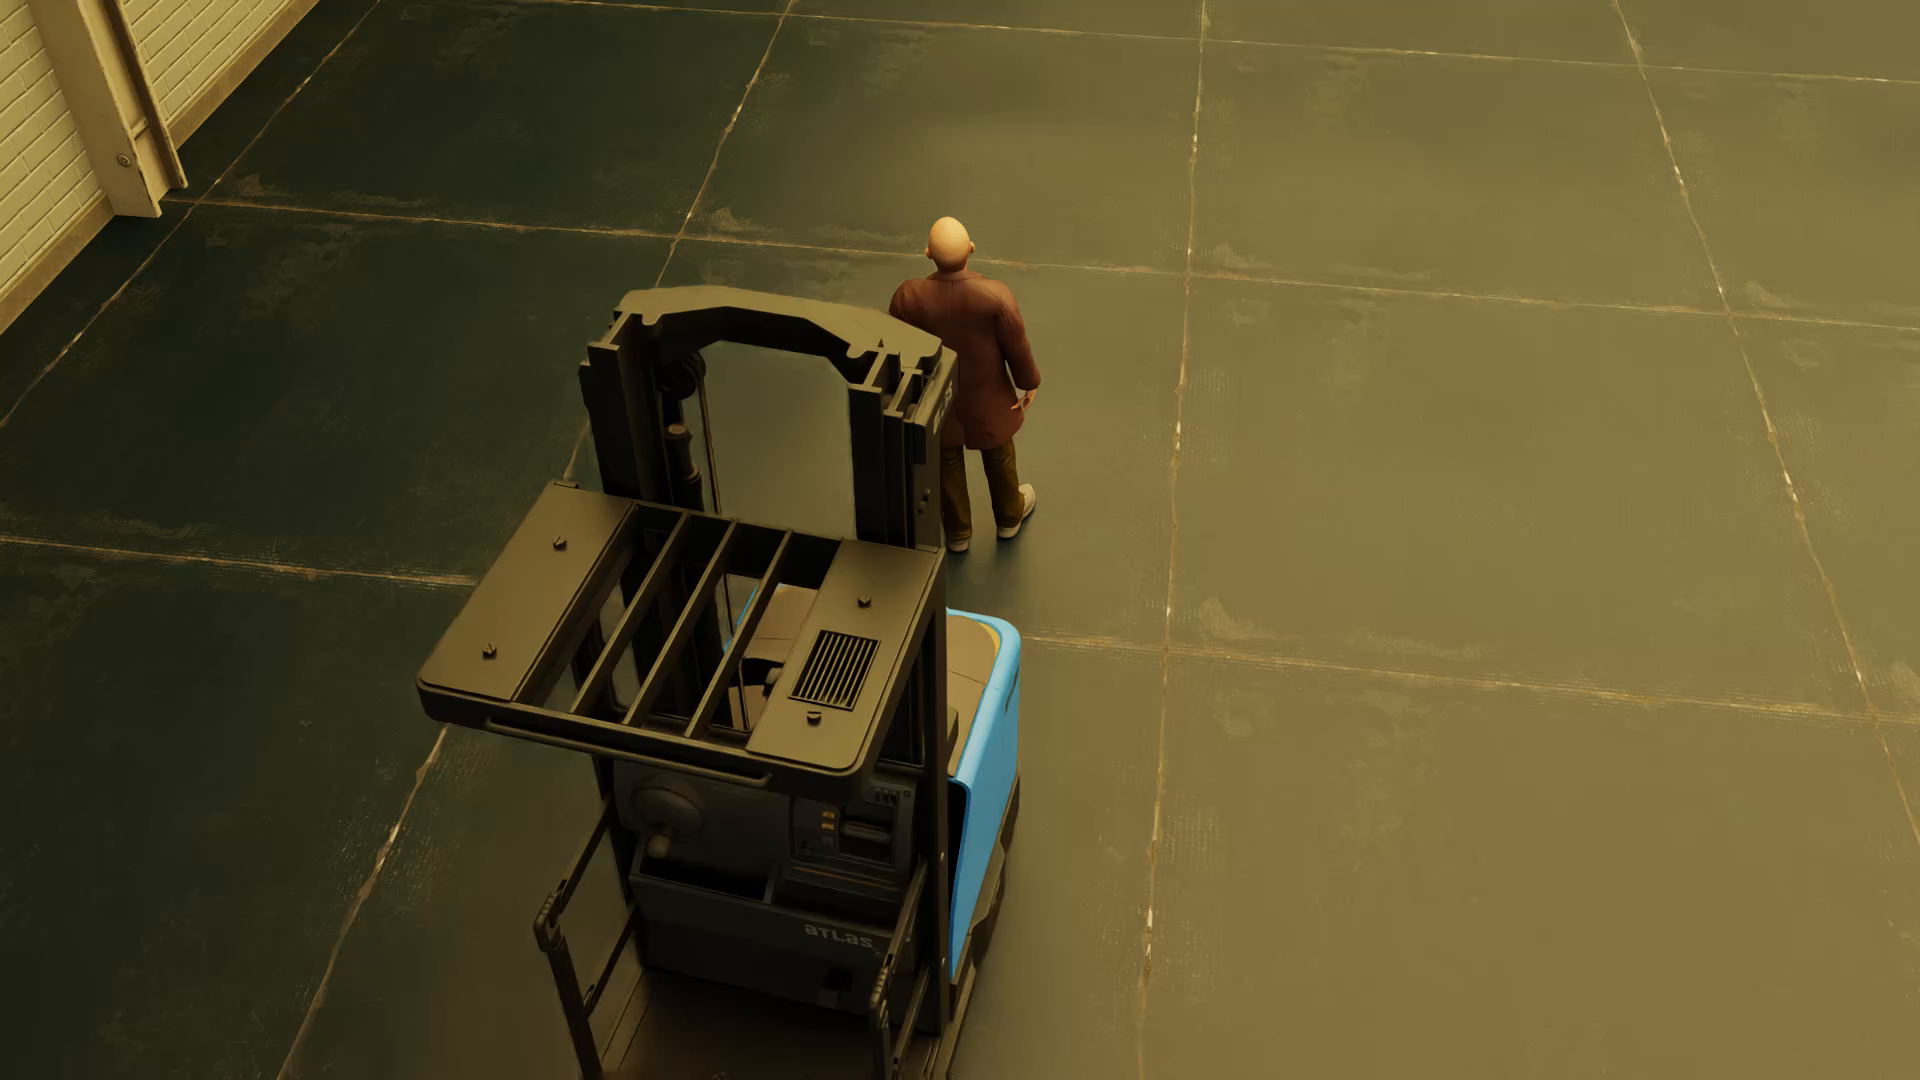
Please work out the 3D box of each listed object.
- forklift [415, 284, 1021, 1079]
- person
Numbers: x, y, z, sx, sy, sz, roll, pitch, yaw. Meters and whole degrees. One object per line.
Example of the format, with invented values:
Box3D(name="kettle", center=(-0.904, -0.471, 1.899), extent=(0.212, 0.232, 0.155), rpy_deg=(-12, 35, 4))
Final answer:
Box3D(name="forklift", center=(-0.637, 0.885, 4.761), extent=(1.130, 2.935, 3.031), rpy_deg=(10, 44, 11))
Box3D(name="person", center=(0.016, -0.721, 7.352), extent=(0.696, 1.777, 0.579), rpy_deg=(5, 43, 6))
